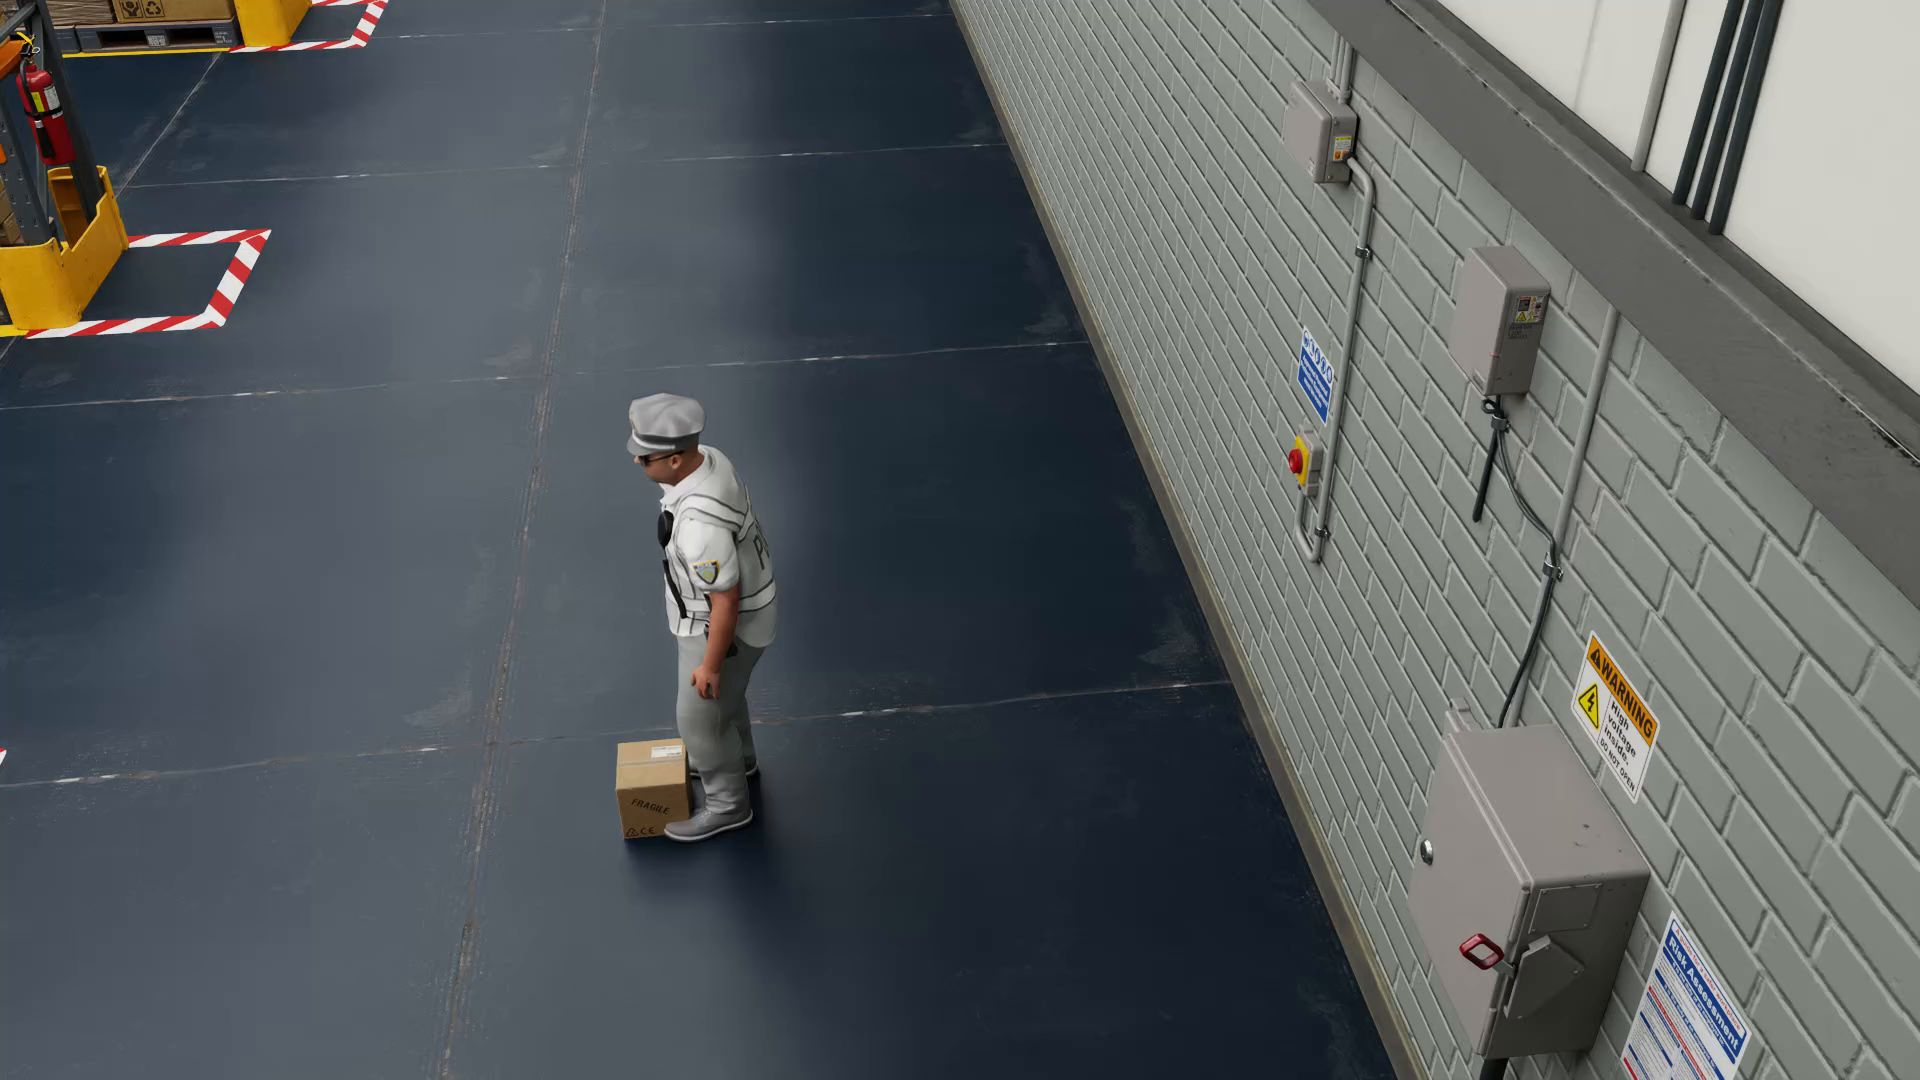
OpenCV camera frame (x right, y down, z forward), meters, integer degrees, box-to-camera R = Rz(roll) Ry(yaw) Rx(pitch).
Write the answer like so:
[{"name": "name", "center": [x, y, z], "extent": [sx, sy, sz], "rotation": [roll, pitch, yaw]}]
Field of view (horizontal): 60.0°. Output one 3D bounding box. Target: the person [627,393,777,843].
[{"name": "person", "center": [-0.871, 0.276, 5.737], "extent": [0.480, 1.747, 0.601], "rotation": [-6, 35, -9]}]
